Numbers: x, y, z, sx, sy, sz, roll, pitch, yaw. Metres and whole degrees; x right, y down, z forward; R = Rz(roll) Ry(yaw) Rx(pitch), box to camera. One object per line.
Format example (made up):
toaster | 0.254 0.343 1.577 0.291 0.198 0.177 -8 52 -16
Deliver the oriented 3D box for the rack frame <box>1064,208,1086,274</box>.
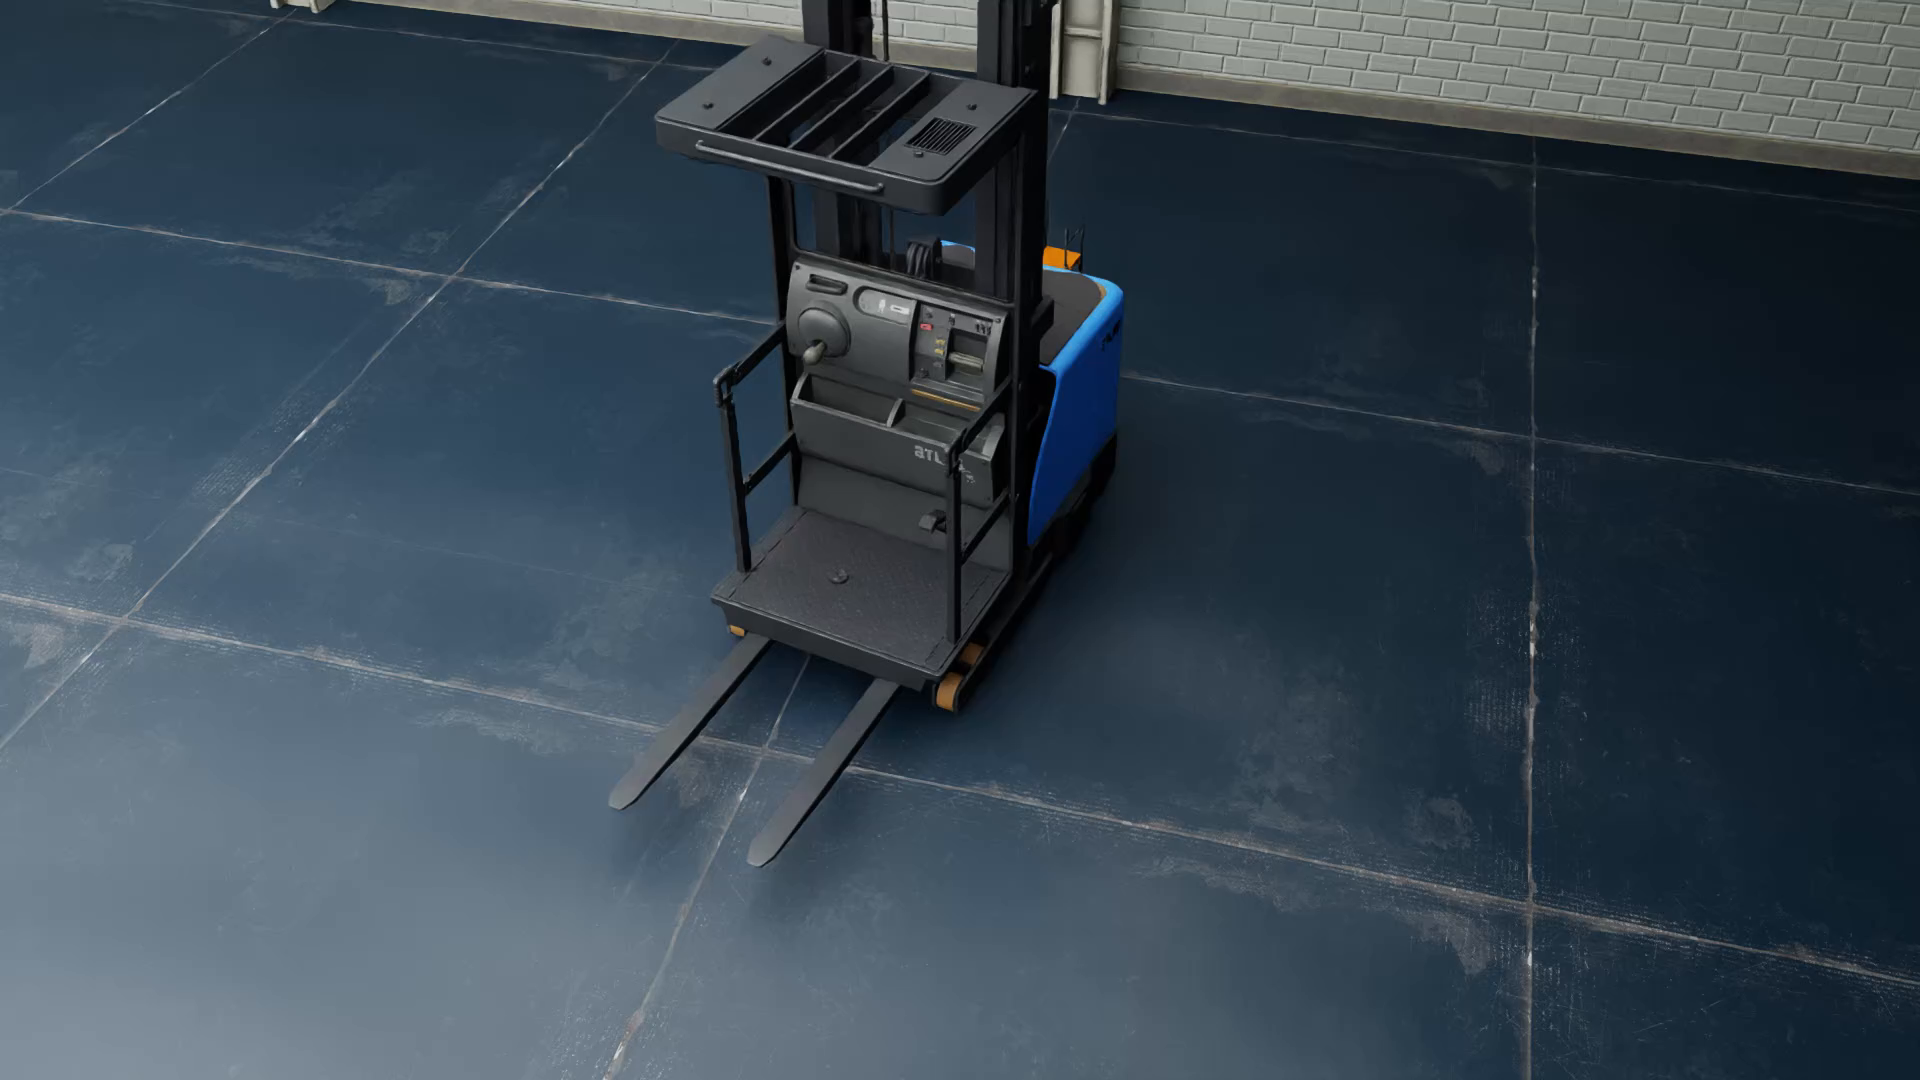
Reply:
rack frame | 0.525 -1.004 8.007 0.006 1.200 0.240 16 41 19

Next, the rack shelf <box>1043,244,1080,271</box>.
rack shelf | 0.446 -1.275 7.839 0.180 0.103 0.258 16 41 19

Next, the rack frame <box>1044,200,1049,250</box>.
rack frame | 0.359 -1.053 8.065 0.006 1.200 0.240 16 41 19

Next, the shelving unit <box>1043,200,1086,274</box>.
shelving unit | 0.442 -1.029 8.036 0.189 1.200 0.258 16 41 19

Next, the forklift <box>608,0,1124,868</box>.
forklift | -0.352 -0.738 6.350 1.130 2.935 3.031 18 43 20

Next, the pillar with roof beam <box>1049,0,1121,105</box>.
pillar with roof beam | -0.273 -3.845 5.331 0.400 9.000 9.100 10 41 11
